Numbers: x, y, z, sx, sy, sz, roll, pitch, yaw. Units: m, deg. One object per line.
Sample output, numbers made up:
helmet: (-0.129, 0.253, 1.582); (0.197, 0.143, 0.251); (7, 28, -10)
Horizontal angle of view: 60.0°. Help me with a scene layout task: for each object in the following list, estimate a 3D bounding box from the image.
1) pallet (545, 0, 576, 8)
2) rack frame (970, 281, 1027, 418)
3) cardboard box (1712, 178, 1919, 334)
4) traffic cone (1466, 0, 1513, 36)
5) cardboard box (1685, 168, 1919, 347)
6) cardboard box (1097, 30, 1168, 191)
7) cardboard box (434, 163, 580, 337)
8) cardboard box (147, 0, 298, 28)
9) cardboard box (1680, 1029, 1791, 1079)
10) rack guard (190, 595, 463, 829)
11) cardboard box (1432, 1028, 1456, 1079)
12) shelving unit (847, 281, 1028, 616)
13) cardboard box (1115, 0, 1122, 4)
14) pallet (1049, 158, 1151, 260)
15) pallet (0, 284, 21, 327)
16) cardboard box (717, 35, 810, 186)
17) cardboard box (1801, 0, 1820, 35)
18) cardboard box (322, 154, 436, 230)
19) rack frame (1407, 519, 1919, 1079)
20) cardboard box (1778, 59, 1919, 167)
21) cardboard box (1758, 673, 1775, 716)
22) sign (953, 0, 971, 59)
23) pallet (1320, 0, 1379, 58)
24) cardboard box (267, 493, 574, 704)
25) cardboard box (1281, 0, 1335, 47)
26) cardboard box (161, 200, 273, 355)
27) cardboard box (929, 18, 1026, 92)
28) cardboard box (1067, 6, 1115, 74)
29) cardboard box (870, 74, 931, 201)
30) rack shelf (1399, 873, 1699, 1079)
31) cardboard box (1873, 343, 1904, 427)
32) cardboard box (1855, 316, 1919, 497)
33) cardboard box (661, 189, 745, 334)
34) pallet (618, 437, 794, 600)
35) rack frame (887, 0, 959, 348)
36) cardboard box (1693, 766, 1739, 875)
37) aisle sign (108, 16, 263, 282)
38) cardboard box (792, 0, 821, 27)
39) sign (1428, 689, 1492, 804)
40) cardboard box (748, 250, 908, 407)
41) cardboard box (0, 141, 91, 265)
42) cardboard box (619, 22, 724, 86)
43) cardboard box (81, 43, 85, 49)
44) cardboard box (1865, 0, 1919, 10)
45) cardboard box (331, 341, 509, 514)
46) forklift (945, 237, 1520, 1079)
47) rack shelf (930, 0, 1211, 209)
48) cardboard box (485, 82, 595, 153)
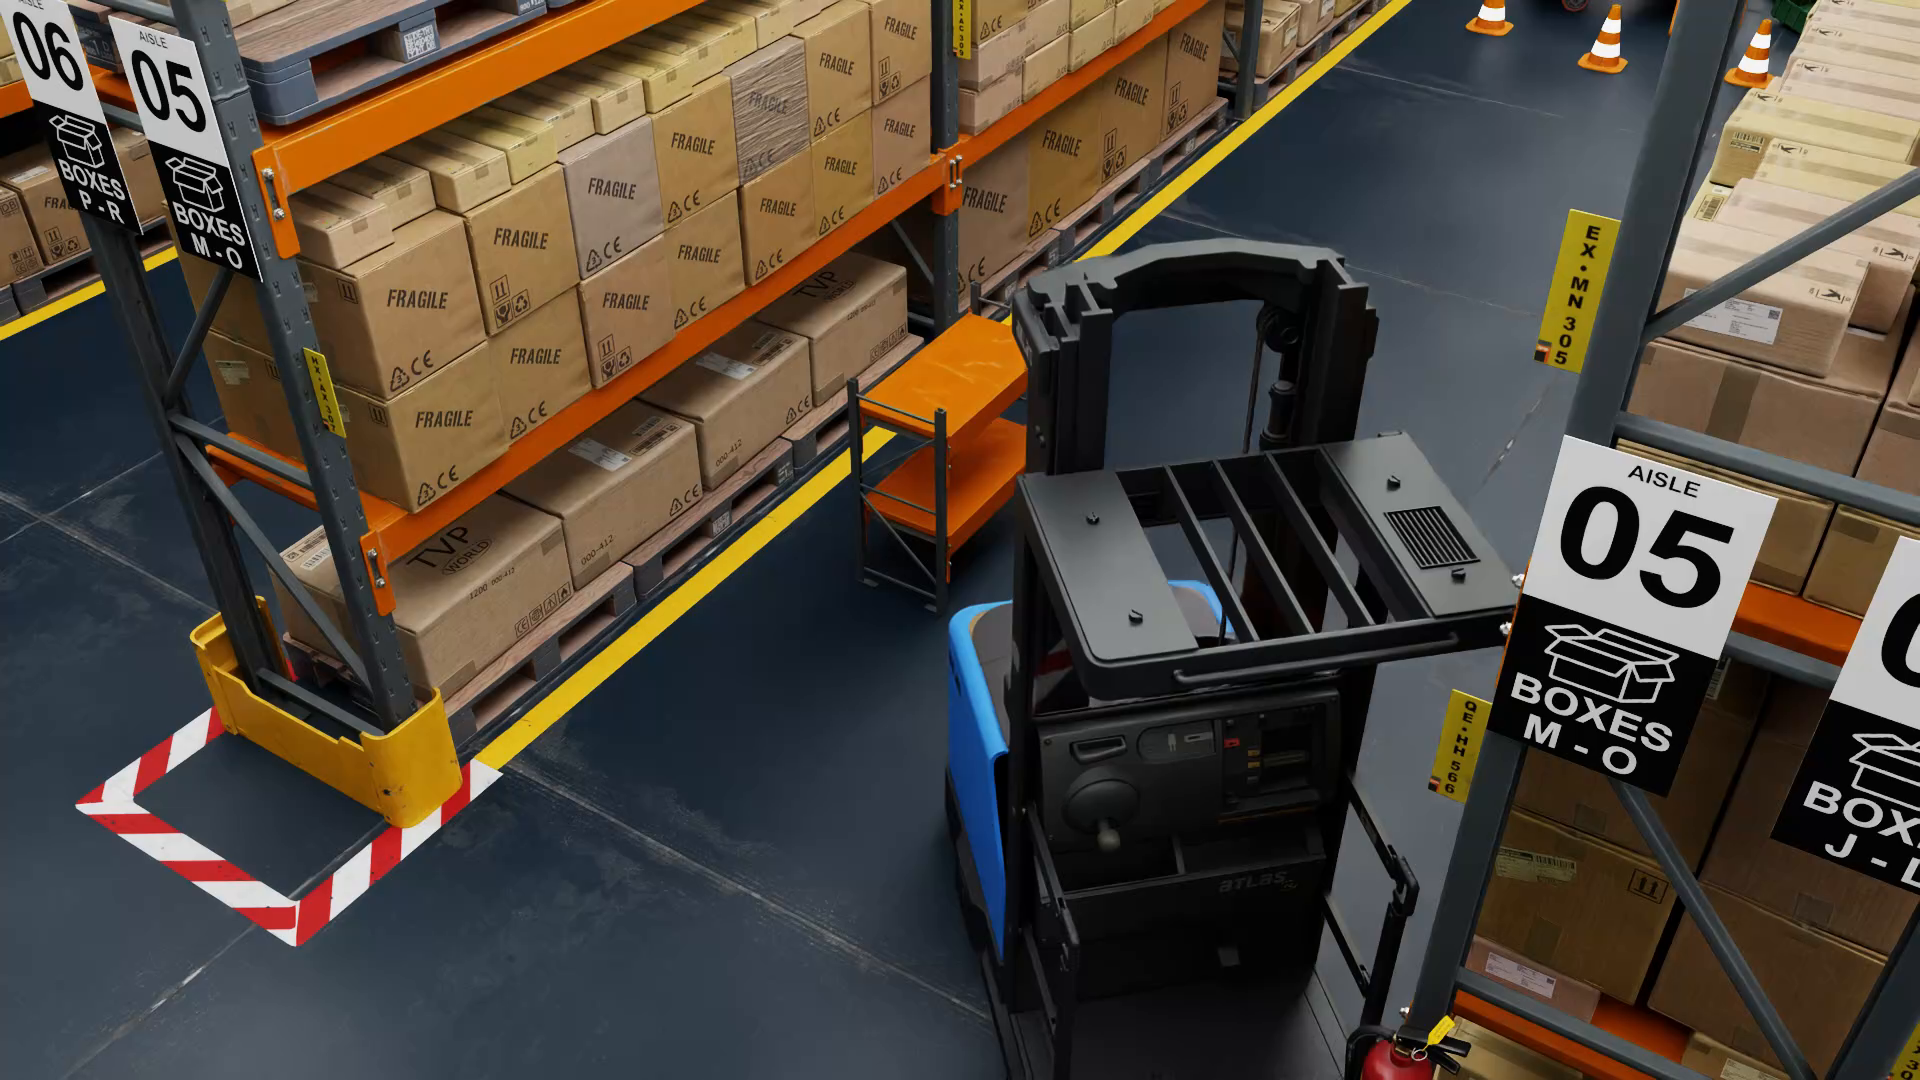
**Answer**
pallet: (-1.563, -2.474, 6.558); (1.003, 0.211, 1.213); (21, 42, 25)
rack frame: (0.269, -0.704, 8.181); (0.500, 1.125, 0.032); (21, 42, 25)
cardboard box: (1.756, -0.591, 3.429); (0.380, 0.149, 0.250); (22, 43, 26)
traffic cone: (4.343, -4.389, 13.503); (0.336, 0.463, 0.334); (21, 42, 25)
cardboard box: (1.935, -0.648, 3.830); (0.500, 0.250, 0.500); (20, 42, 24)
cardboard box: (0.760, -2.966, 10.976); (0.875, 0.875, 0.875); (22, 43, 26)
cardboard box: (-1.835, -1.163, 6.340); (0.500, 0.500, 0.500); (20, 42, 24)
cardboard box: (-2.439, -1.900, 5.438); (0.500, 0.250, 0.500); (17, 41, 21)
cardboard box: (2.080, 1.303, 4.249); (0.380, 0.149, 0.250); (21, 42, 25)
rack guard: (-2.617, 0.698, 6.874); (1.175, 0.500, 0.348); (21, 42, 25)
cardboard box: (1.672, 1.742, 5.220); (0.380, 0.149, 0.250); (20, 42, 24)
shelving unit: (-0.004, -0.442, 7.842); (0.538, 1.125, 1.048); (21, 42, 25)
cardboard box: (0.830, -3.430, 9.896); (0.500, 0.250, 0.500); (20, 42, 24)
pallet: (0.542, -2.316, 11.021); (1.003, 0.211, 1.213); (21, 42, 25)
pallet: (-6.330, -1.272, 9.667); (1.003, 0.211, 1.213); (21, 42, 25)
cardboard box: (-1.024, -1.944, 7.353); (0.500, 0.500, 0.500); (22, 43, 26)
cardboard box: (2.760, -1.446, 4.865); (0.500, 0.250, 0.500); (22, 43, 26)
cardboard box: (-2.100, -1.248, 5.919); (0.380, 0.149, 0.250); (22, 43, 26)
rack frame: (1.630, 1.263, 4.094); (1.000, 3.000, 0.127); (21, 42, 25)
cardboard box: (2.148, -0.999, 3.959); (0.380, 0.149, 0.250); (20, 42, 24)
cardboard box: (2.359, 0.303, 4.196); (0.500, 0.500, 0.500); (22, 43, 26)
sign: (0.008, -2.560, 8.279); (0.100, 0.325, 0.005); (21, 42, 25)
pallet: (2.756, -4.353, 13.663); (1.003, 0.211, 1.213); (21, 42, 25)
cardboard box: (-2.335, 0.171, 7.265); (0.875, 0.438, 0.875); (20, 42, 24)
cardboard box: (2.382, -4.225, 13.022); (0.950, 0.372, 0.625); (20, 42, 24)
cardboard box: (-2.547, -1.066, 6.215); (0.500, 0.500, 0.500); (23, 43, 27)
cardboard box: (0.013, -2.639, 8.870); (0.500, 0.250, 0.500); (20, 42, 24)
cardboard box: (0.562, -2.974, 9.713); (0.500, 0.250, 0.500); (21, 42, 25)
cardboard box: (-0.494, -2.083, 8.353); (0.500, 0.500, 0.500); (22, 43, 26)
rack shelf: (2.701, 0.517, 5.651); (1.077, 0.370, 4.000); (21, 42, 25)
cardboard box: (2.372, -0.284, 3.766); (0.500, 0.250, 0.500); (23, 43, 26)
cardboard box: (2.090, -0.210, 3.262); (0.500, 0.250, 0.500); (22, 43, 26)
cardboard box: (-1.315, -1.287, 7.320); (0.500, 0.500, 0.500); (23, 43, 27)
pallet: (-1.587, -0.264, 8.359); (1.003, 0.211, 1.213); (21, 42, 25)
rack frame: (-0.461, -2.366, 8.802); (1.000, 3.000, 0.127); (21, 42, 25)
cardboard box: (2.369, 0.680, 4.525); (0.500, 0.500, 0.500); (21, 42, 25)
aisle sign: (-2.398, -1.202, 5.162); (0.394, 0.787, 0.004); (21, 42, 25)
cardboard box: (-0.852, -2.434, 7.457); (0.380, 0.149, 0.250); (21, 42, 25)
sign: (1.172, 0.487, 3.893); (0.100, 0.325, 0.005); (21, 42, 25)
cardboard box: (-0.888, -1.229, 9.082); (0.875, 0.438, 0.875); (21, 42, 24)
cardboard box: (-5.531, -2.054, 10.101); (0.500, 0.500, 0.500); (22, 43, 26)
cardboard box: (-1.215, -2.026, 6.928); (0.380, 0.149, 0.250); (21, 42, 25)
cardboard box: (-5.361, -2.995, 9.823); (0.380, 0.149, 0.250); (22, 43, 26)
cardboard box: (2.539, -1.412, 4.494); (0.380, 0.149, 0.250); (20, 42, 24)
cardboard box: (-2.104, -0.497, 6.296); (0.500, 0.500, 0.500); (21, 42, 25)
forklift: (0.737, 0.761, 4.802); (1.130, 2.935, 3.031); (-7, 38, -9)
rack shelf: (0.611, -3.112, 10.359); (1.077, 0.370, 4.000); (21, 42, 25)
cardboard box: (-1.642, -1.638, 6.426); (0.380, 0.149, 0.250); (22, 43, 26)
